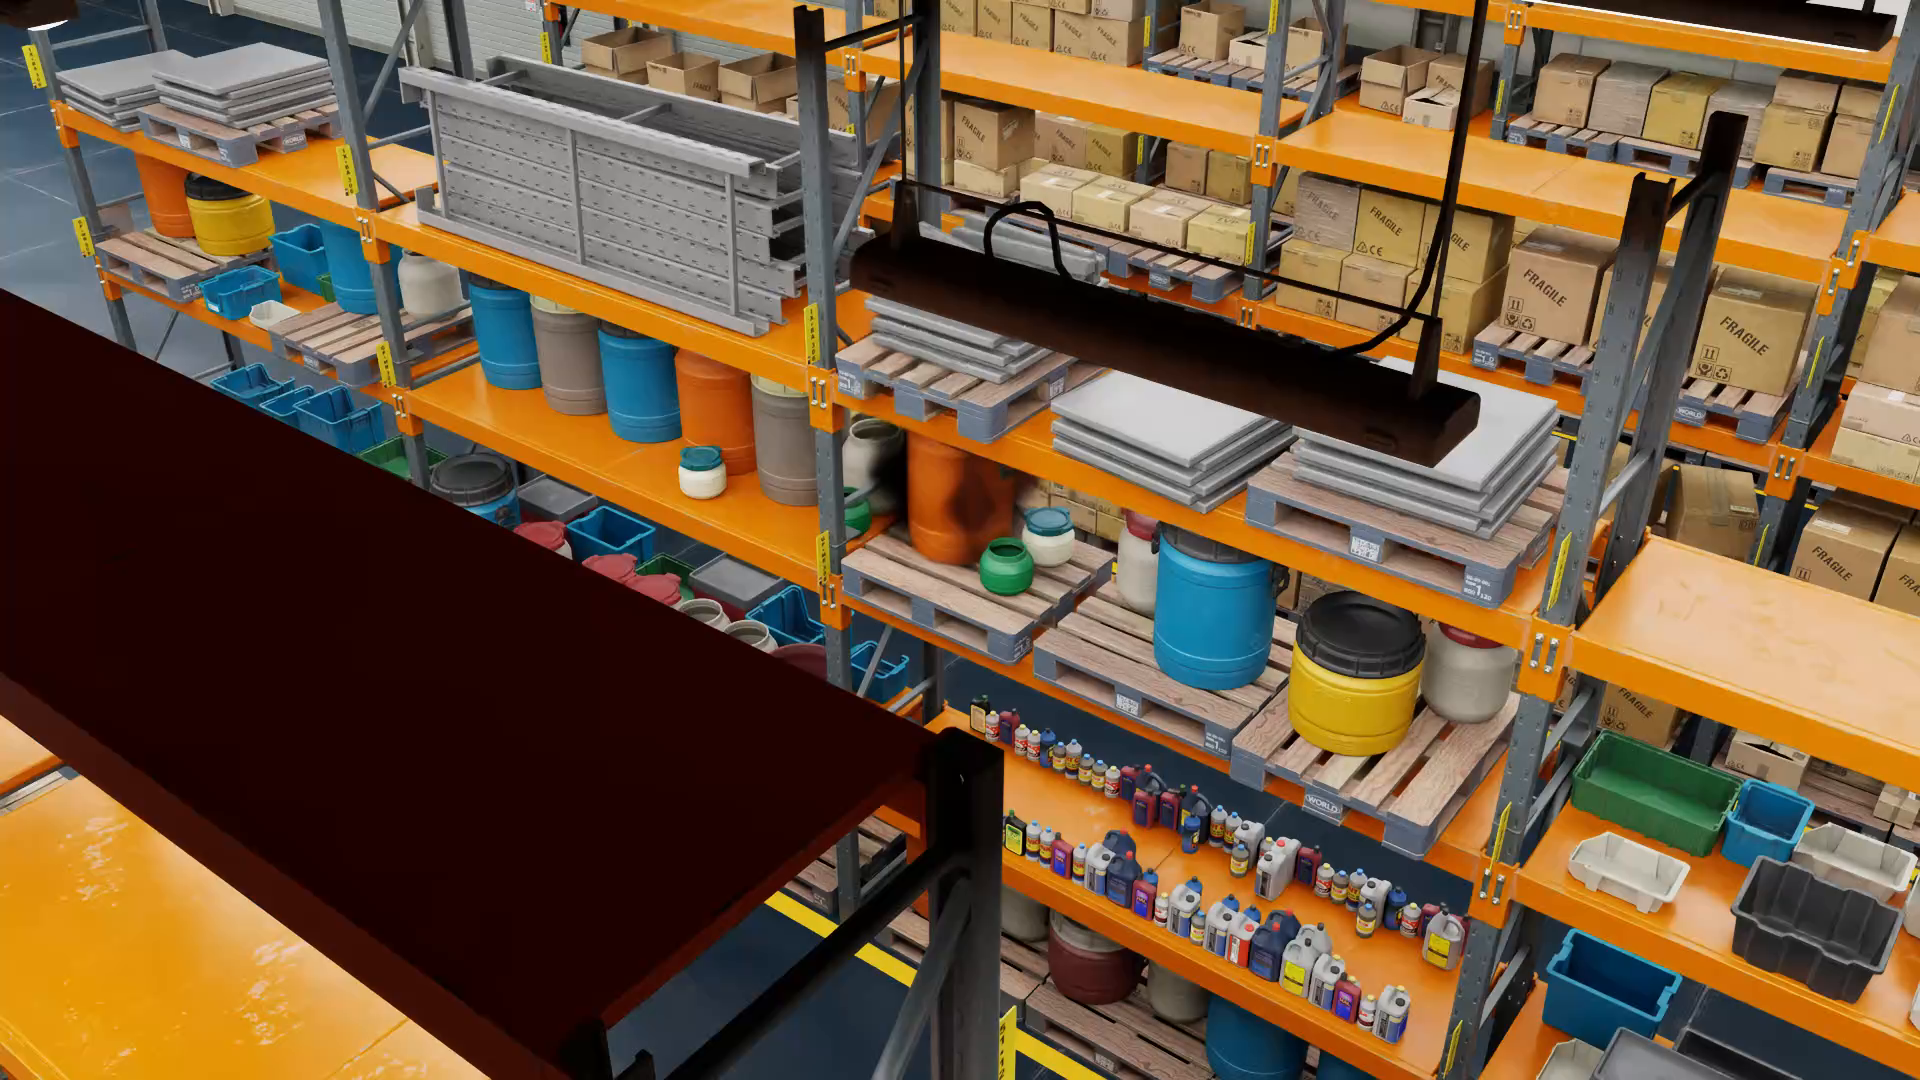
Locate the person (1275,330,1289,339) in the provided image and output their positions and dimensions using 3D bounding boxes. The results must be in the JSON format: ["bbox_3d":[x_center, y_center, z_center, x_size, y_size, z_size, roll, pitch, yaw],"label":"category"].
[{"bbox_3d":[3.029,-1.265,15.792,0.446,1.592,0.390,-10,33,-16],"label":"person"}]
